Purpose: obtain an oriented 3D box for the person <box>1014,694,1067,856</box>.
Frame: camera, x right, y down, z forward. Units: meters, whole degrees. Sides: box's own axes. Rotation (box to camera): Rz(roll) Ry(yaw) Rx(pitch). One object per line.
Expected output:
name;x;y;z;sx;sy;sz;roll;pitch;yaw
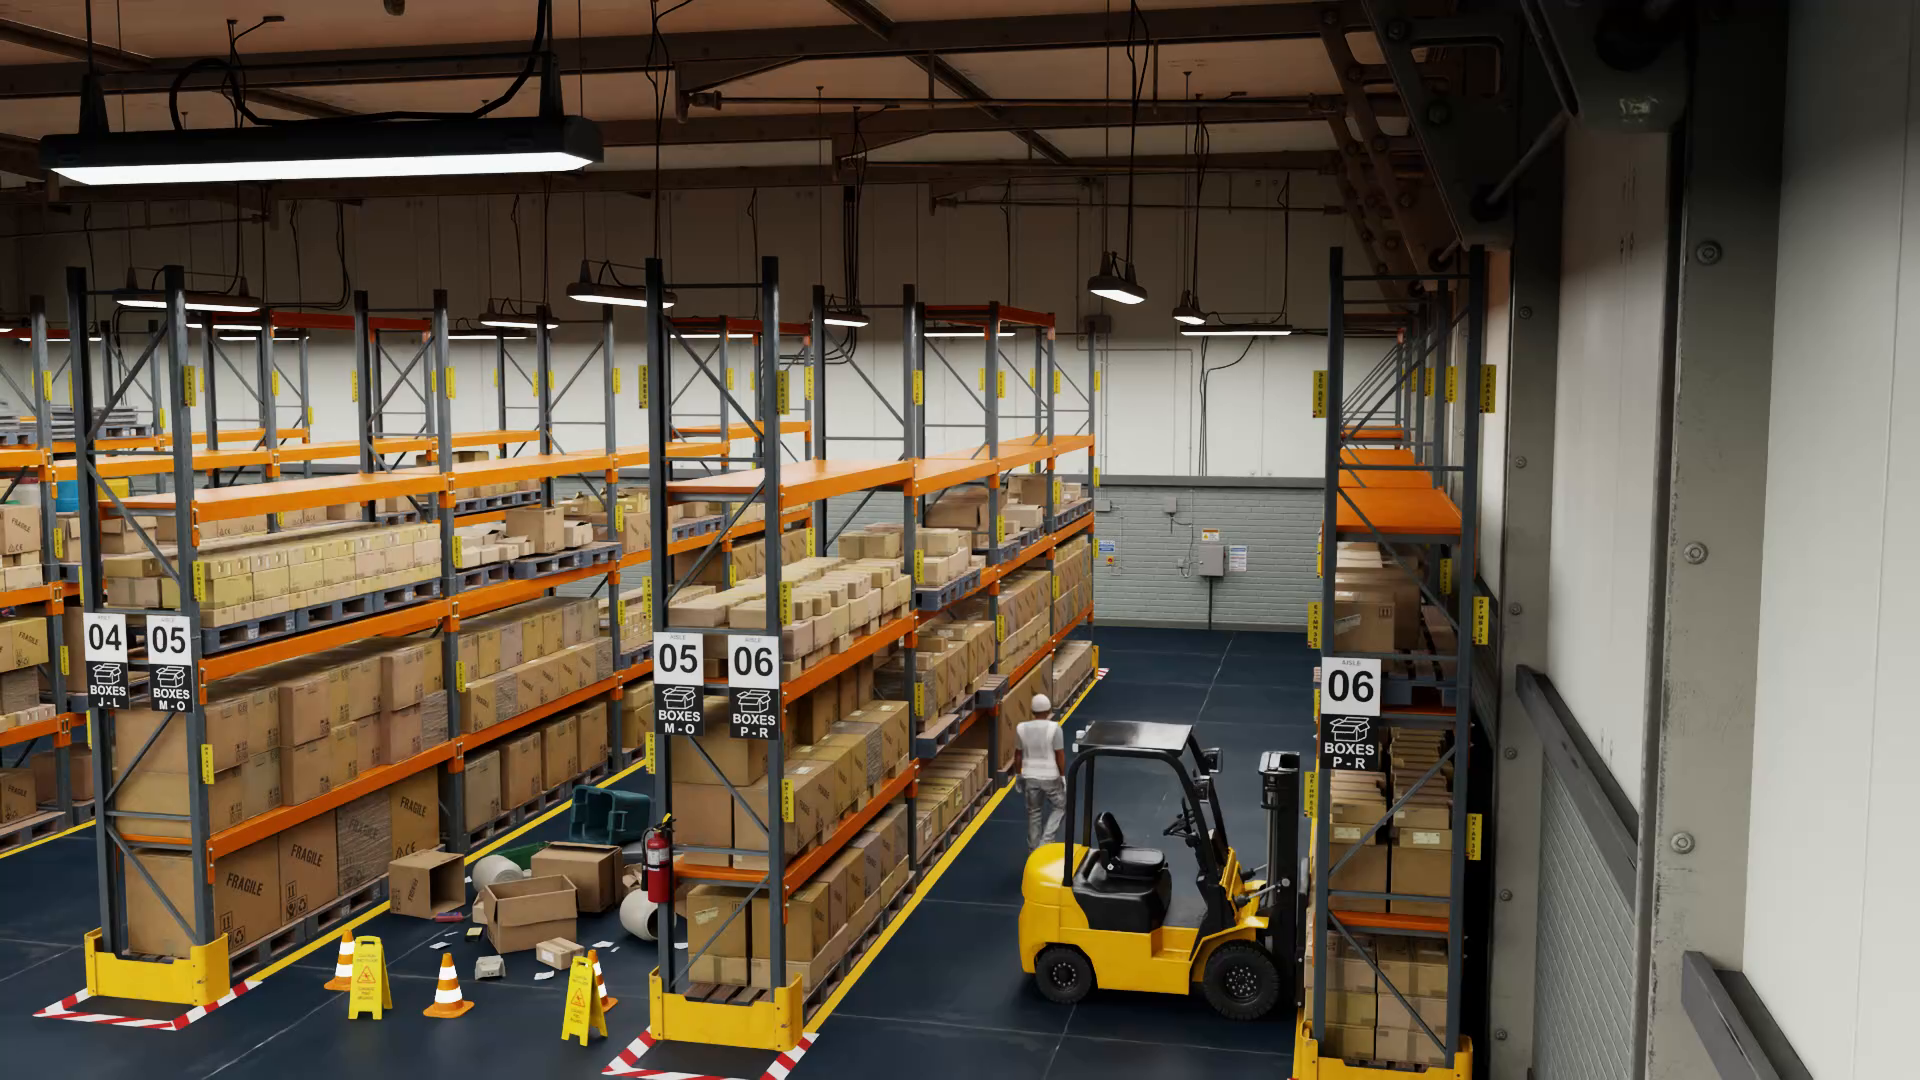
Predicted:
person;0.839;2.510;17.483;0.595;1.776;0.485;2;6;22
